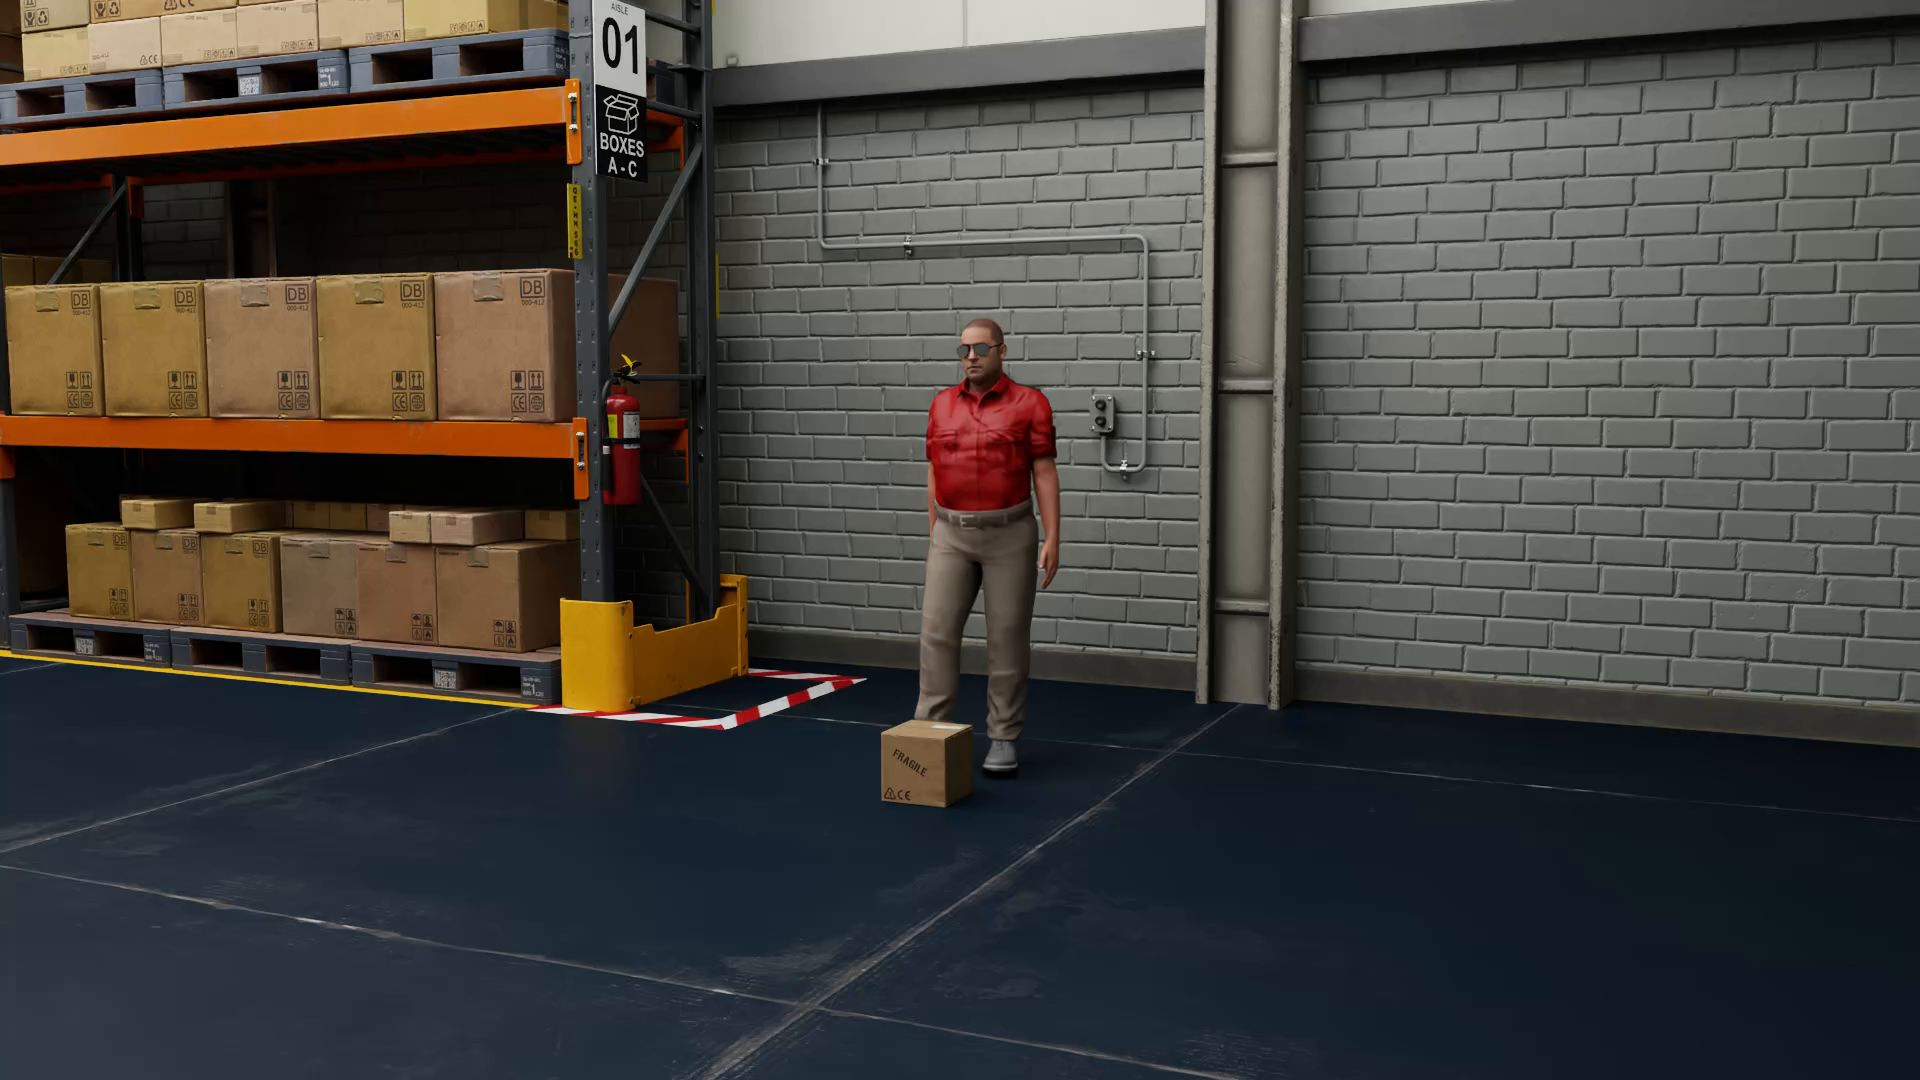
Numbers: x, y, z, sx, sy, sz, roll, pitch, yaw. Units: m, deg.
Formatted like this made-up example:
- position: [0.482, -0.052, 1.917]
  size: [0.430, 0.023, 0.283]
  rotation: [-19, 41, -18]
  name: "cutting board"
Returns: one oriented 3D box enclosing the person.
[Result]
- position: [0.086, 0.036, 6.260]
  size: [0.559, 1.739, 0.572]
  rotation: [1, 6, 15]
  name: "person"
